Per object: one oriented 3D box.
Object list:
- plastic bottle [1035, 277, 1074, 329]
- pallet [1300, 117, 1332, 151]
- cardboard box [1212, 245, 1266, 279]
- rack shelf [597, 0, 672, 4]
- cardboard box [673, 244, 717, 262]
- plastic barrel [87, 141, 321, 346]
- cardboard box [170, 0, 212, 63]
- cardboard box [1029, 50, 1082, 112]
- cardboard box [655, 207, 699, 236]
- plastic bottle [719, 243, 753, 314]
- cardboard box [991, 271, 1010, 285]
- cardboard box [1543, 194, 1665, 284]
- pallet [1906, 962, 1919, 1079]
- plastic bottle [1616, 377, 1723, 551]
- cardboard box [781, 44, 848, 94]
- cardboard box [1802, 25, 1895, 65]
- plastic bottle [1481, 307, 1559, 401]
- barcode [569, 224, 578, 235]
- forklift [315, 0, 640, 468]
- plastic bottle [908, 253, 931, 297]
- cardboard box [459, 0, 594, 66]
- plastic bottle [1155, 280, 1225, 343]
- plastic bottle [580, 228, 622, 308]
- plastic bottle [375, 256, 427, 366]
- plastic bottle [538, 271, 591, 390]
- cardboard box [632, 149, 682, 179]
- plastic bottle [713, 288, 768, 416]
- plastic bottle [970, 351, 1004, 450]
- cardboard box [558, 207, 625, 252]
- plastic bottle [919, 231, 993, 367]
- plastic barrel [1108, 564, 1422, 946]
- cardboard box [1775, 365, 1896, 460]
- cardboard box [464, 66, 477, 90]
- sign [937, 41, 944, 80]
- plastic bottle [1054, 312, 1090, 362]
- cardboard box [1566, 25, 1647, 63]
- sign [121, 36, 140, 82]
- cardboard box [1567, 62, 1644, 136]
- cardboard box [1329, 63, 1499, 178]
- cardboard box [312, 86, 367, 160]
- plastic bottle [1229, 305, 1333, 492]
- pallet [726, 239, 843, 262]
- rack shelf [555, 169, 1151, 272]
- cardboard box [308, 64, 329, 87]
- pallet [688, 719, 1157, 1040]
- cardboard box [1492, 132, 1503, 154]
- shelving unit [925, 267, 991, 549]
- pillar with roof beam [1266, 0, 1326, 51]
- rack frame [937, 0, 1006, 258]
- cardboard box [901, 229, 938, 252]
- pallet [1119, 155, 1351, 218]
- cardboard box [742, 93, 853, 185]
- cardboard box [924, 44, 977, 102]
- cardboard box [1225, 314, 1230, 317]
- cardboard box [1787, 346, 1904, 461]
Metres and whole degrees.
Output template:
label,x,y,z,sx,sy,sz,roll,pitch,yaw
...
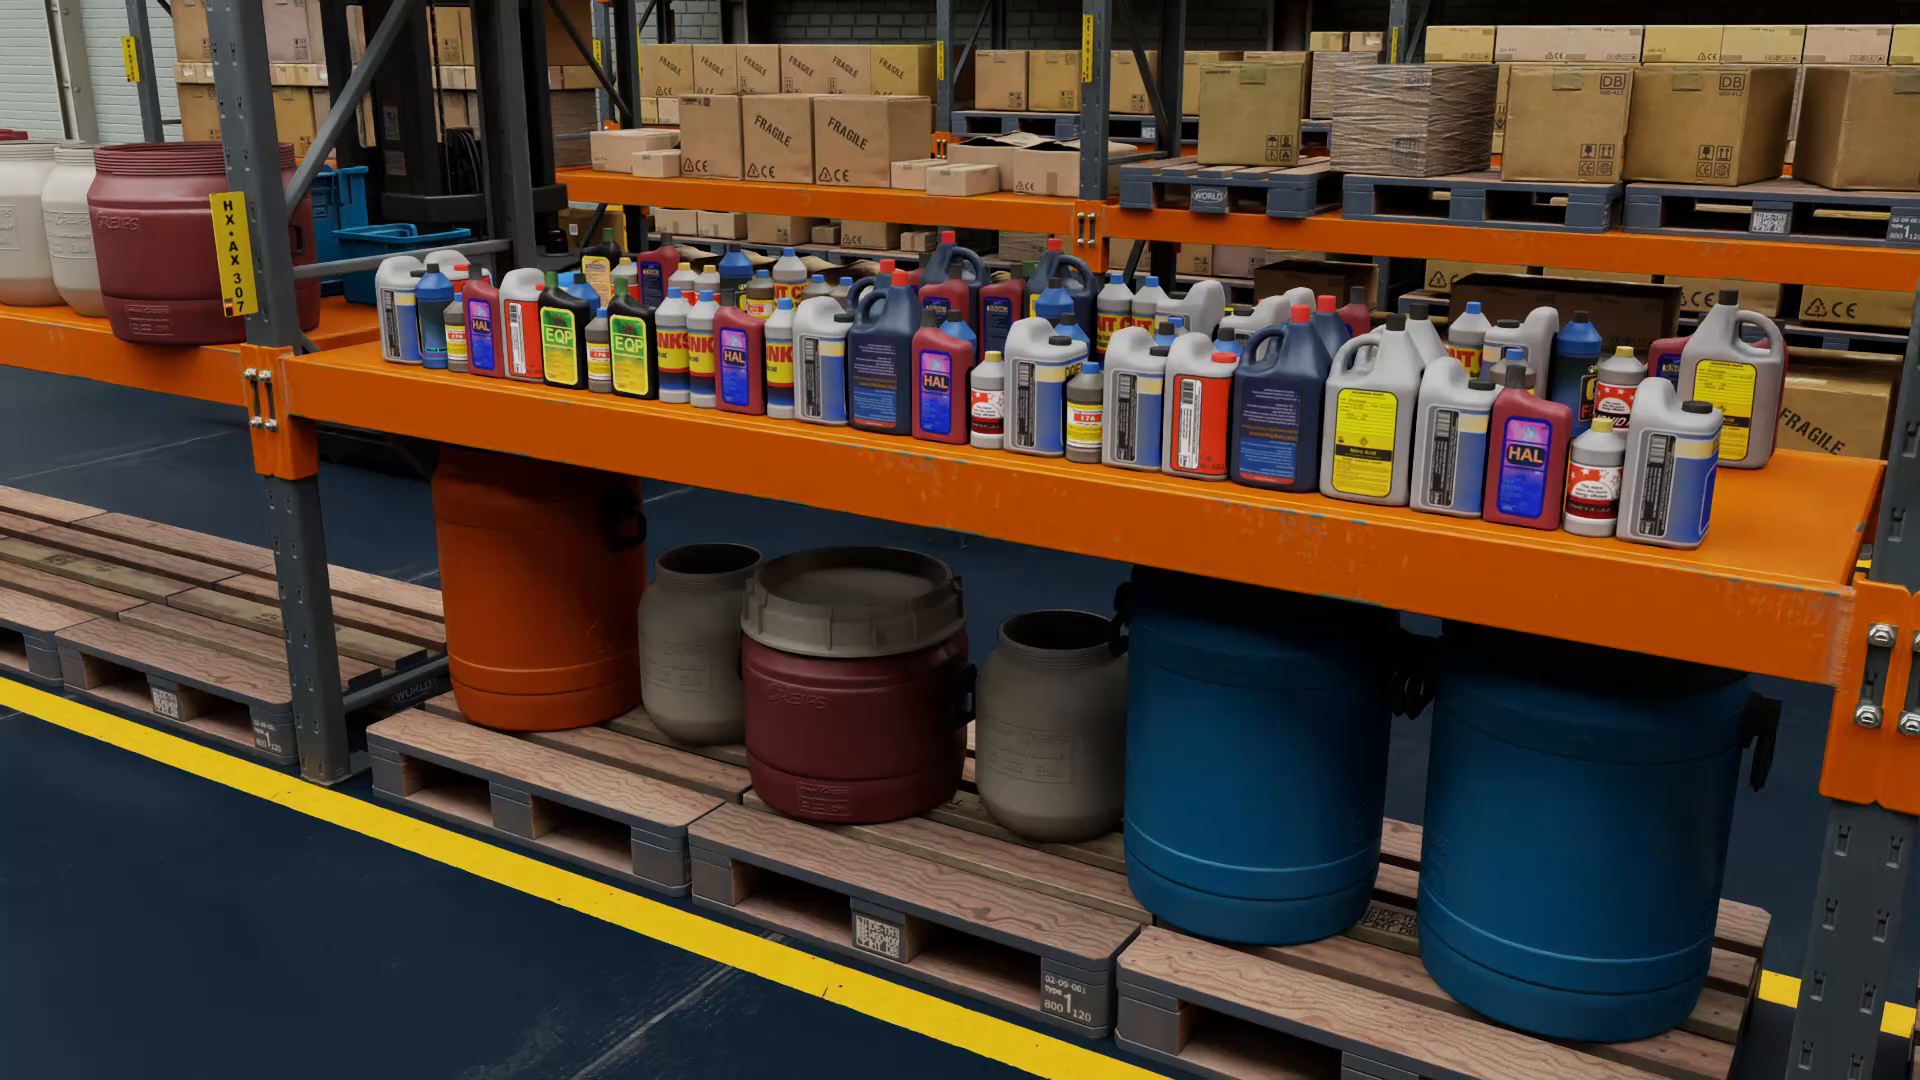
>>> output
label,x,y,z,sx,sy,sz,roll,pitch,yaw
plastic bottle,0.234,-0.516,4.139,0.097,0.271,0.097,0,17,0
pallet,2.855,-3.270,13.316,1.003,0.211,1.213,10,20,30
cardboard box,2.499,-2.498,13.988,0.500,0.500,0.700,10,20,30
rack shelf,-1.595,-5.284,15.691,4.000,0.370,1.077,10,20,30
cardboard box,-1.984,-1.824,11.268,0.500,0.311,0.500,10,20,30
plastic barrel,-2.221,-0.887,4.906,0.708,0.536,0.600,10,20,30
cardboard box,-5.452,-3.856,12.510,0.500,0.500,0.700,10,20,30
cardboard box,0.998,-3.974,14.374,0.500,0.500,0.700,13,21,36
cardboard box,-2.756,-3.293,16.931,0.500,0.311,0.500,8,19,24
plastic bottle,-0.647,-0.722,4.819,0.097,0.271,0.097,0,17,0
cardboard box,0.184,-1.436,9.992,0.500,0.311,0.500,10,19,29
cardboard box,4.819,-2.173,12.351,0.750,0.750,0.750,10,20,30
pallet,2.389,1.219,3.006,1.213,0.211,1.003,10,20,30
plastic bottle,1.237,-0.138,2.889,0.135,0.276,0.152,10,20,30
cardboard box,-1.307,-4.334,15.422,0.500,0.500,0.500,9,19,28
cardboard box,5.964,-3.318,11.135,0.500,0.250,0.500,11,20,31
plastic bottle,1.235,-0.379,3.681,0.135,0.276,0.152,10,20,30
barcode,-2.480,-1.993,10.673,0.075,0.075,0.001,10,20,30
forklift,-2.916,-1.929,8.687,3.031,2.935,1.130,11,20,32
plastic bottle,-0.125,-0.641,4.531,0.133,0.283,0.061,10,20,30
cardboard box,-2.861,-3.395,10.994,0.500,0.500,0.700,10,20,30
plastic bottle,0.560,-0.499,4.078,0.135,0.276,0.152,10,20,30
plastic bottle,-1.099,-0.815,5.103,0.133,0.283,0.061,10,20,30
plastic bottle,-1.467,-0.621,4.478,0.135,0.276,0.152,10,20,30
plastic bottle,-0.982,-0.523,4.141,0.133,0.283,0.061,10,20,30
cardboard box,-1.832,-2.355,10.407,0.250,0.149,0.380,10,20,30
plastic bottle,-0.506,-0.438,3.862,0.133,0.283,0.061,10,20,30
plastic bottle,0.070,-0.302,3.555,0.097,0.201,0.097,0,17,0
cardboard box,-2.711,-2.053,11.697,0.500,0.500,0.500,10,20,30
plastic bottle,-0.011,-0.638,4.407,0.185,0.351,0.144,10,20,30
plastic barrel,0.684,0.391,3.822,0.708,0.901,0.600,10,20,30
cardboard box,3.767,-0.463,7.287,0.500,0.500,0.500,10,20,30
cardboard box,-3.033,-3.046,10.958,0.250,0.149,0.380,10,19,29
sign,-0.168,-4.167,14.449,0.005,0.325,0.100,10,20,30
plastic bottle,0.233,-0.358,3.620,0.097,0.271,0.097,0,17,0
cardboard box,4.657,-3.549,11.895,0.500,0.250,0.500,10,20,30
sign,-6.184,-3.585,12.397,0.005,0.325,0.100,10,20,30
cardboard box,4.662,-3.185,11.986,0.500,0.500,0.500,10,20,30
cardboard box,2.204,-2.047,8.065,0.500,0.500,0.700,15,22,40
cardboard box,-4.176,-3.008,11.952,0.500,0.500,0.700,11,20,32
plastic bottle,0.630,-0.281,3.231,0.185,0.351,0.144,10,20,30
pallet,-1.525,-2.833,16.344,1.213,0.211,1.003,10,20,30
rack shelf,-0.775,-2.013,10.083,4.000,0.370,1.077,10,20,30
cardboard box,-4.357,-3.281,11.732,0.250,0.149,0.380,10,20,31
pallet,0.062,0.803,4.373,1.213,0.211,1.003,10,20,30
cardboard box,4.070,-2.960,12.363,0.250,0.149,0.380,11,20,32
shelving unit,-0.012,-0.576,7.214,0.189,1.200,0.258,10,20,30
pillar with roof beam,0.610,-5.496,9.992,0.400,9.000,9.100,10,20,30
rack frame,0.110,-3.888,15.021,0.127,3.000,1.000,10,20,30
cardboard box,-0.362,-2.817,15.612,0.250,0.166,0.380,7,18,23
pallet,1.543,-1.875,8.723,1.003,0.211,1.213,10,20,30
cardboard box,-0.958,-2.432,10.053,0.500,0.500,0.500,10,20,30
cardboard box,-0.182,-4.308,15.337,0.500,0.500,0.500,10,19,29
cardboard box,1.167,-0.927,8.816,0.500,0.500,0.500,11,20,32
cardboard box,4.053,-0.592,7.715,0.500,0.500,0.500,9,19,28
